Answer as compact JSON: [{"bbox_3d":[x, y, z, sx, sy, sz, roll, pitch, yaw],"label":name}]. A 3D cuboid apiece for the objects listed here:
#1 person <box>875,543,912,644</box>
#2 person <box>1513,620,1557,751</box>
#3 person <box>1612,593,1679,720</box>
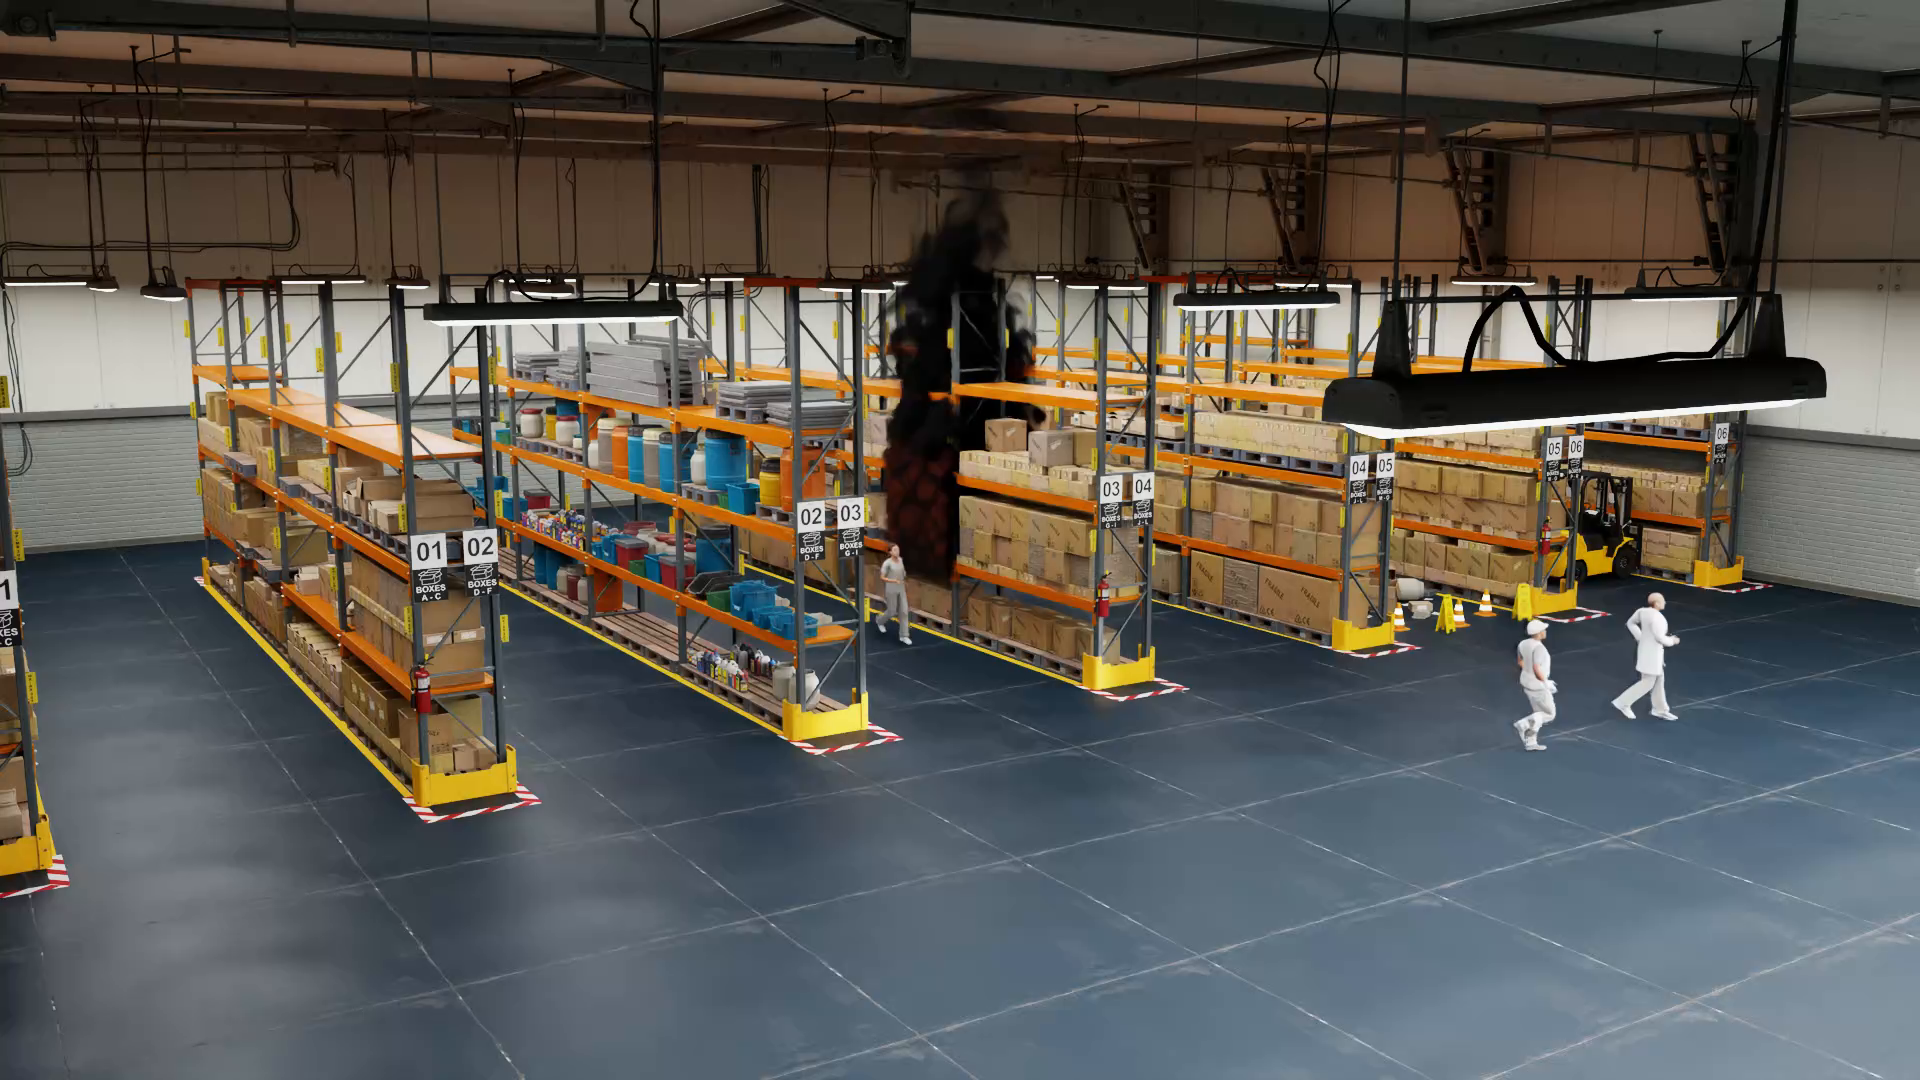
[{"bbox_3d":[-1.097,0.867,27.806,0.568,1.662,0.935,-7,12,-37],"label":"person"},{"bbox_3d":[7.448,1.888,21.581,0.596,1.738,0.658,-1,10,-8],"label":"person"},{"bbox_3d":[9.524,1.618,23.012,0.947,1.807,0.732,1,10,3],"label":"person"}]
